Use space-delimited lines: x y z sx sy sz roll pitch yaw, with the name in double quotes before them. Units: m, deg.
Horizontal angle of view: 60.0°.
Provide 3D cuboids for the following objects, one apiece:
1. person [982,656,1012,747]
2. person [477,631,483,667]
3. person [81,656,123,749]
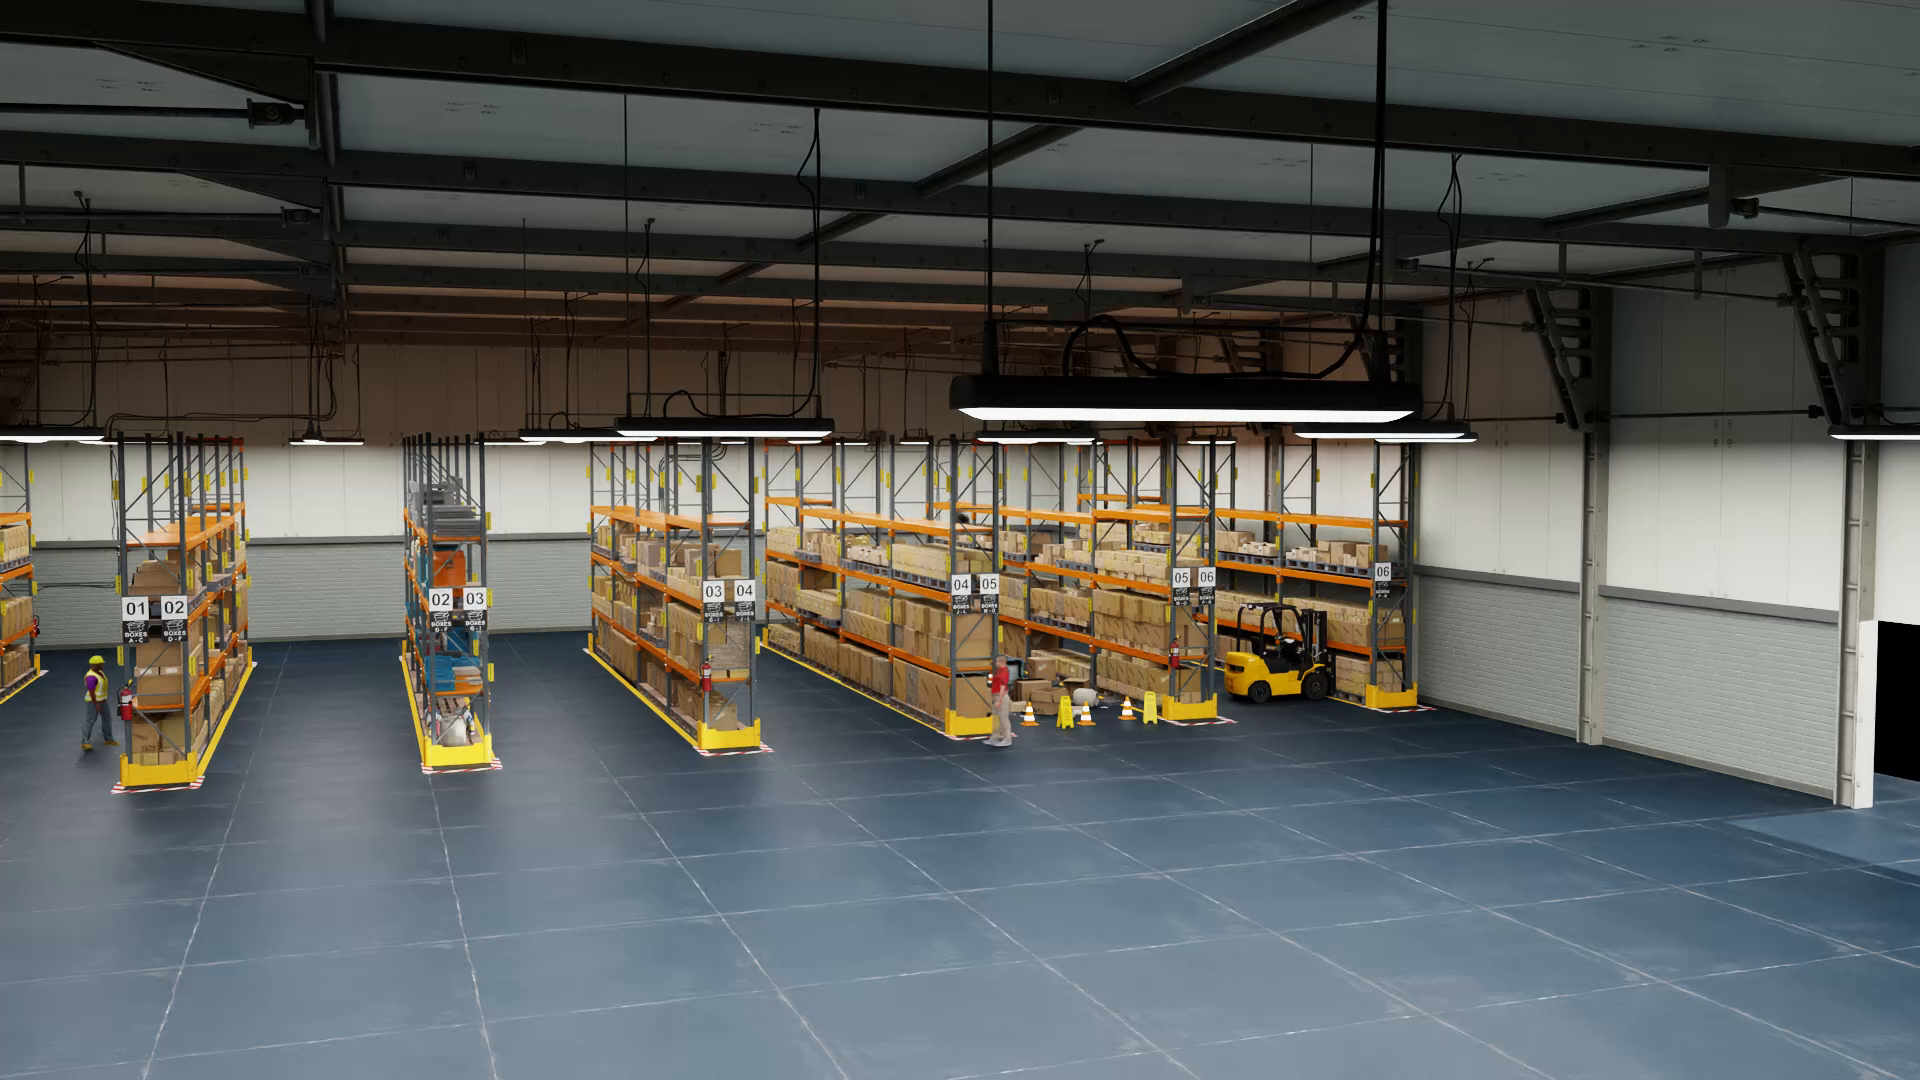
"person" 0.714 3.089 31.917 0.533 1.743 0.603 0 3 -5
"person" -12.627 2.439 43.496 0.443 1.805 0.623 1 3 14
"person" -16.432 3.095 31.729 0.523 1.797 0.701 0 3 3
